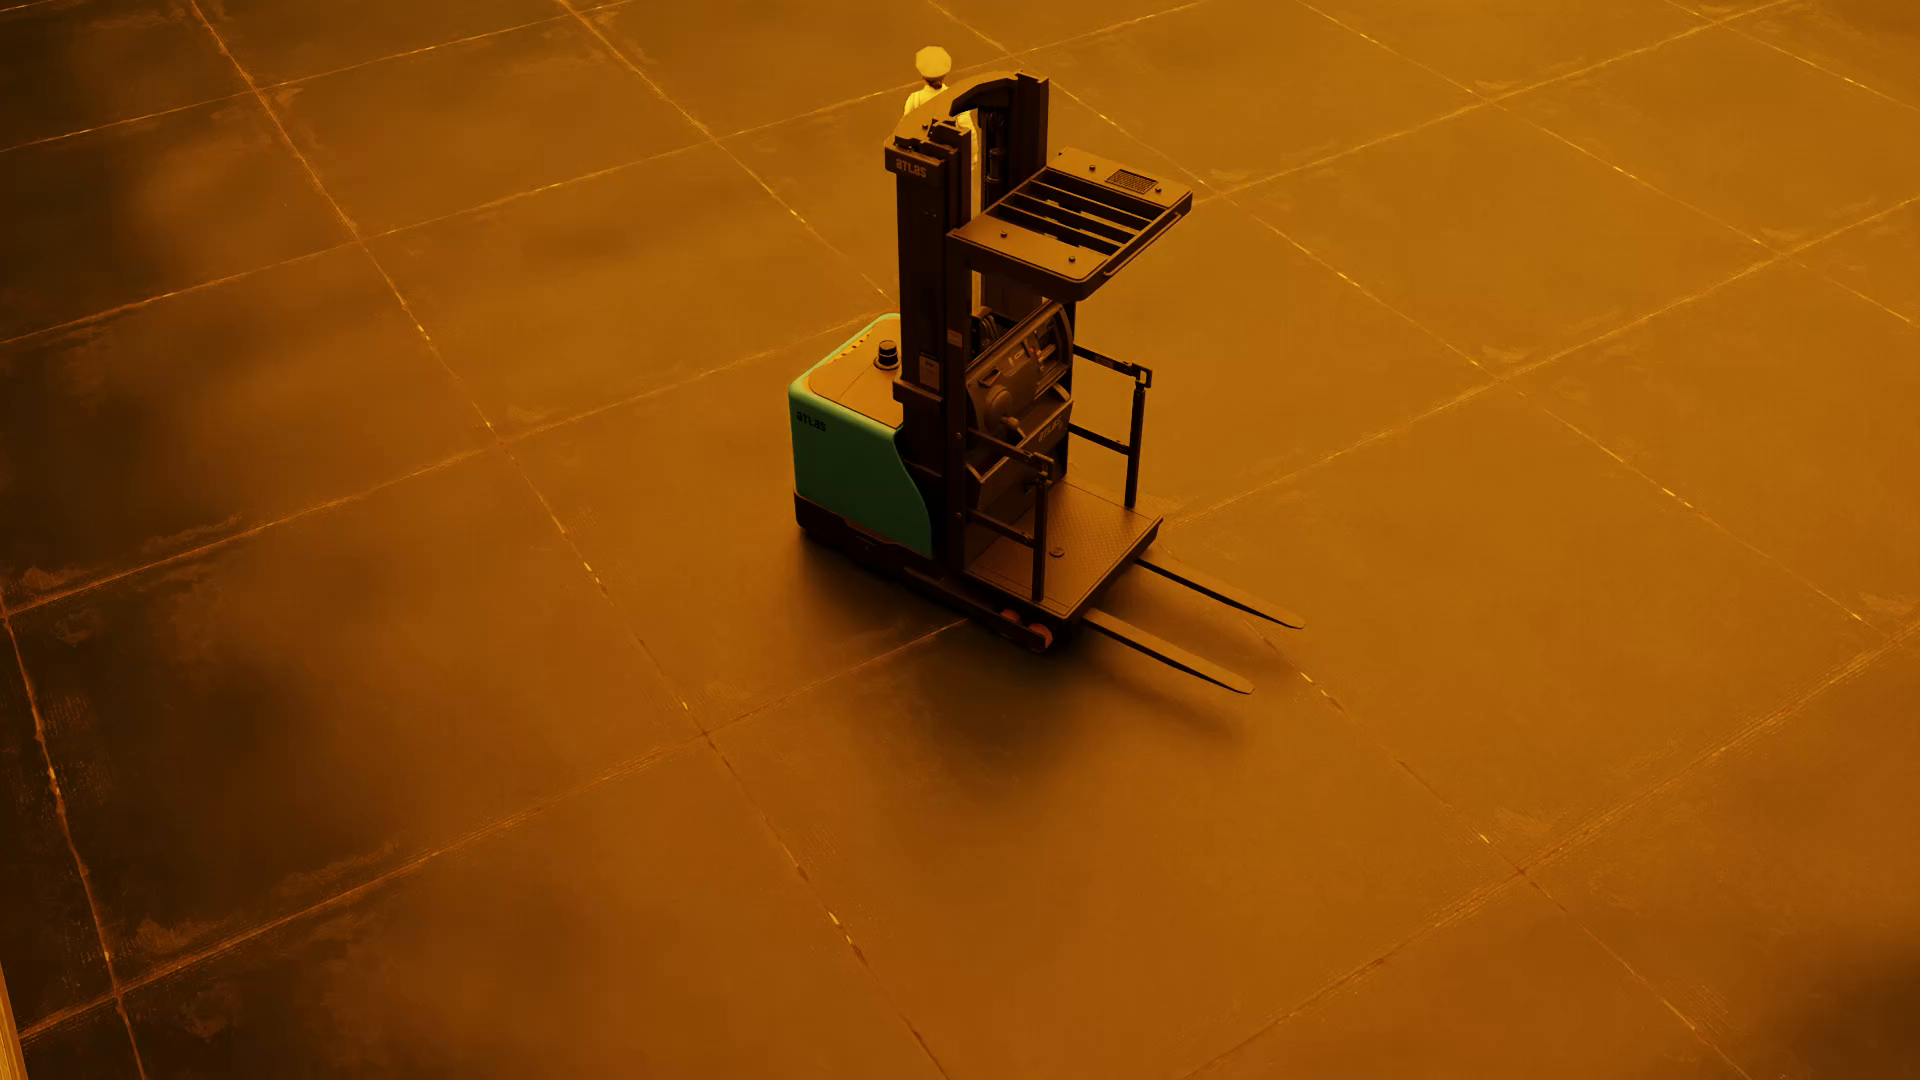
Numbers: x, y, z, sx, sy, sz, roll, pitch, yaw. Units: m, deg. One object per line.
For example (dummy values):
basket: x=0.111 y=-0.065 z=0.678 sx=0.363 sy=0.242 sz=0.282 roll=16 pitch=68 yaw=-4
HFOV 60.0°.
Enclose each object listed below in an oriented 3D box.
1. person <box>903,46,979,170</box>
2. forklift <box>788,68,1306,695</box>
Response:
person: x=-0.153 y=-2.780 z=11.983 sx=0.581 sy=1.697 sz=0.529 roll=-1 pitch=41 yaw=-1
forklift: x=0.496 y=-0.872 z=8.869 sx=3.031 sy=2.935 sz=1.130 roll=25 pitch=47 yaw=26
